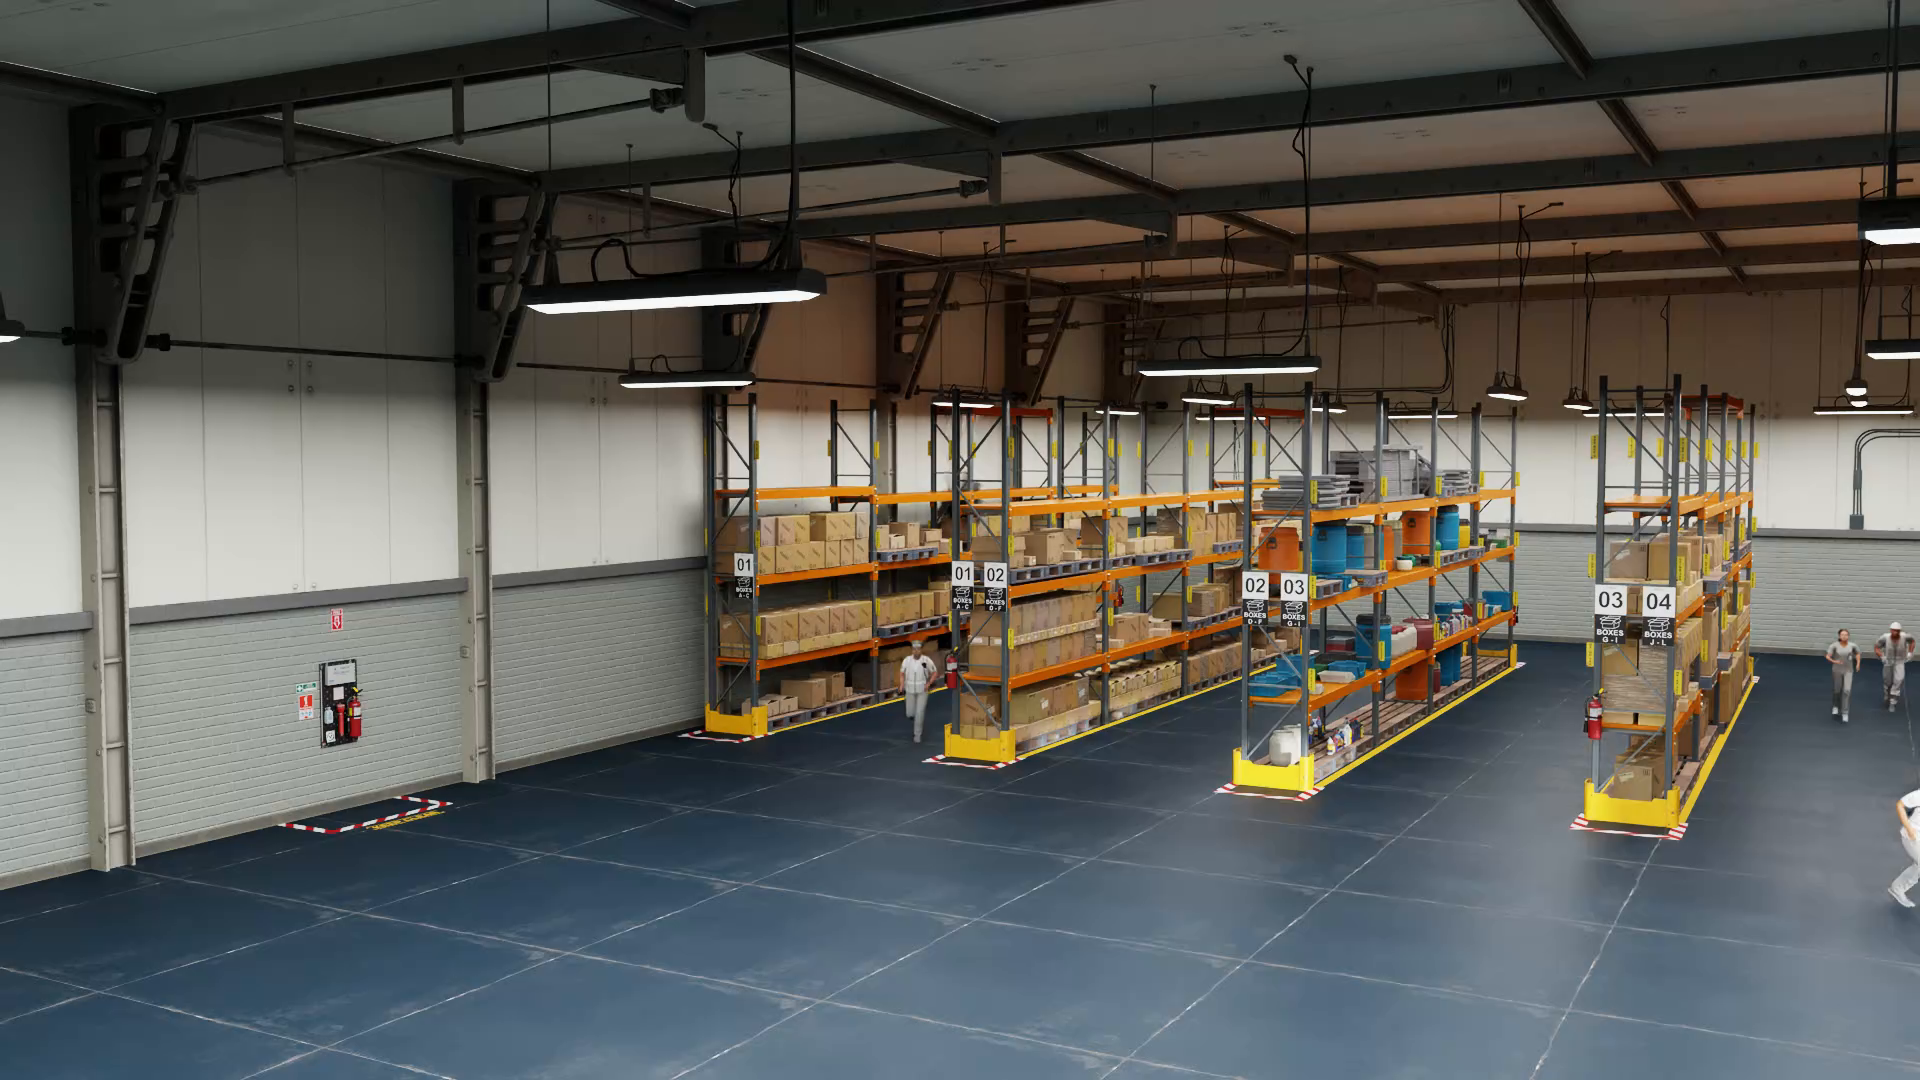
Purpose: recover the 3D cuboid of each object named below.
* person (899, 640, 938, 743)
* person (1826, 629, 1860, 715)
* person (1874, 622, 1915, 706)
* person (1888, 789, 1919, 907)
[{"bbox_3d":[-0.722,2.597,28.759,0.672,1.760,0.644,0,3,8],"label":"person"},{"bbox_3d":[16.454,2.432,30.993,0.583,1.582,0.735,1,3,22],"label":"person"},{"bbox_3d":[18.049,2.366,32.157,0.693,1.619,1.005,1,3,21],"label":"person"},{"bbox_3d":[10.264,3.233,17.721,0.600,1.651,0.978,-1,3,-18],"label":"person"}]
